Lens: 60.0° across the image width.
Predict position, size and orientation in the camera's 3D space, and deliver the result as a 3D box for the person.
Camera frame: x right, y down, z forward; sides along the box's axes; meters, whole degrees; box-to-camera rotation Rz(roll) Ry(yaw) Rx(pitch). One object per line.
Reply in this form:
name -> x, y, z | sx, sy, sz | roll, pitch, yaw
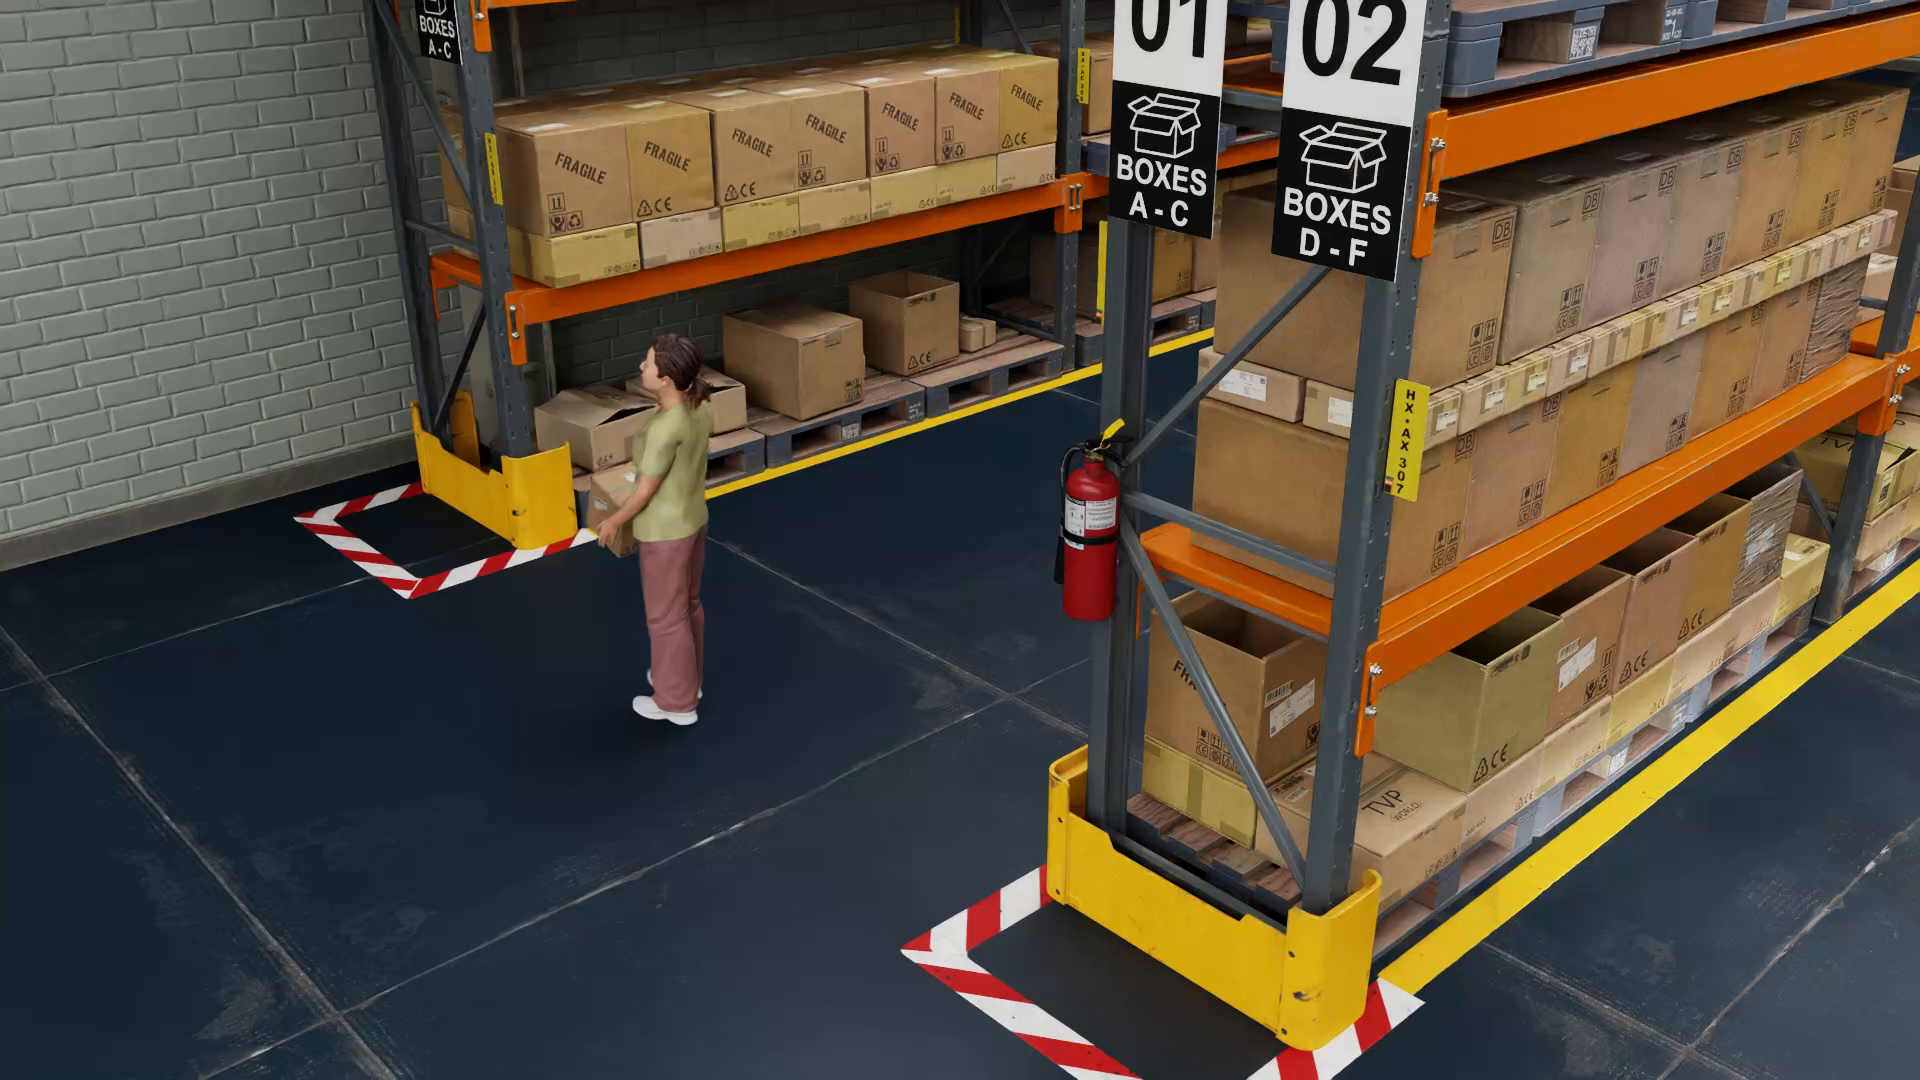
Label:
person -> -1.180, -0.039, 6.679 | 0.487, 1.680, 0.510 | 5, 25, 11
